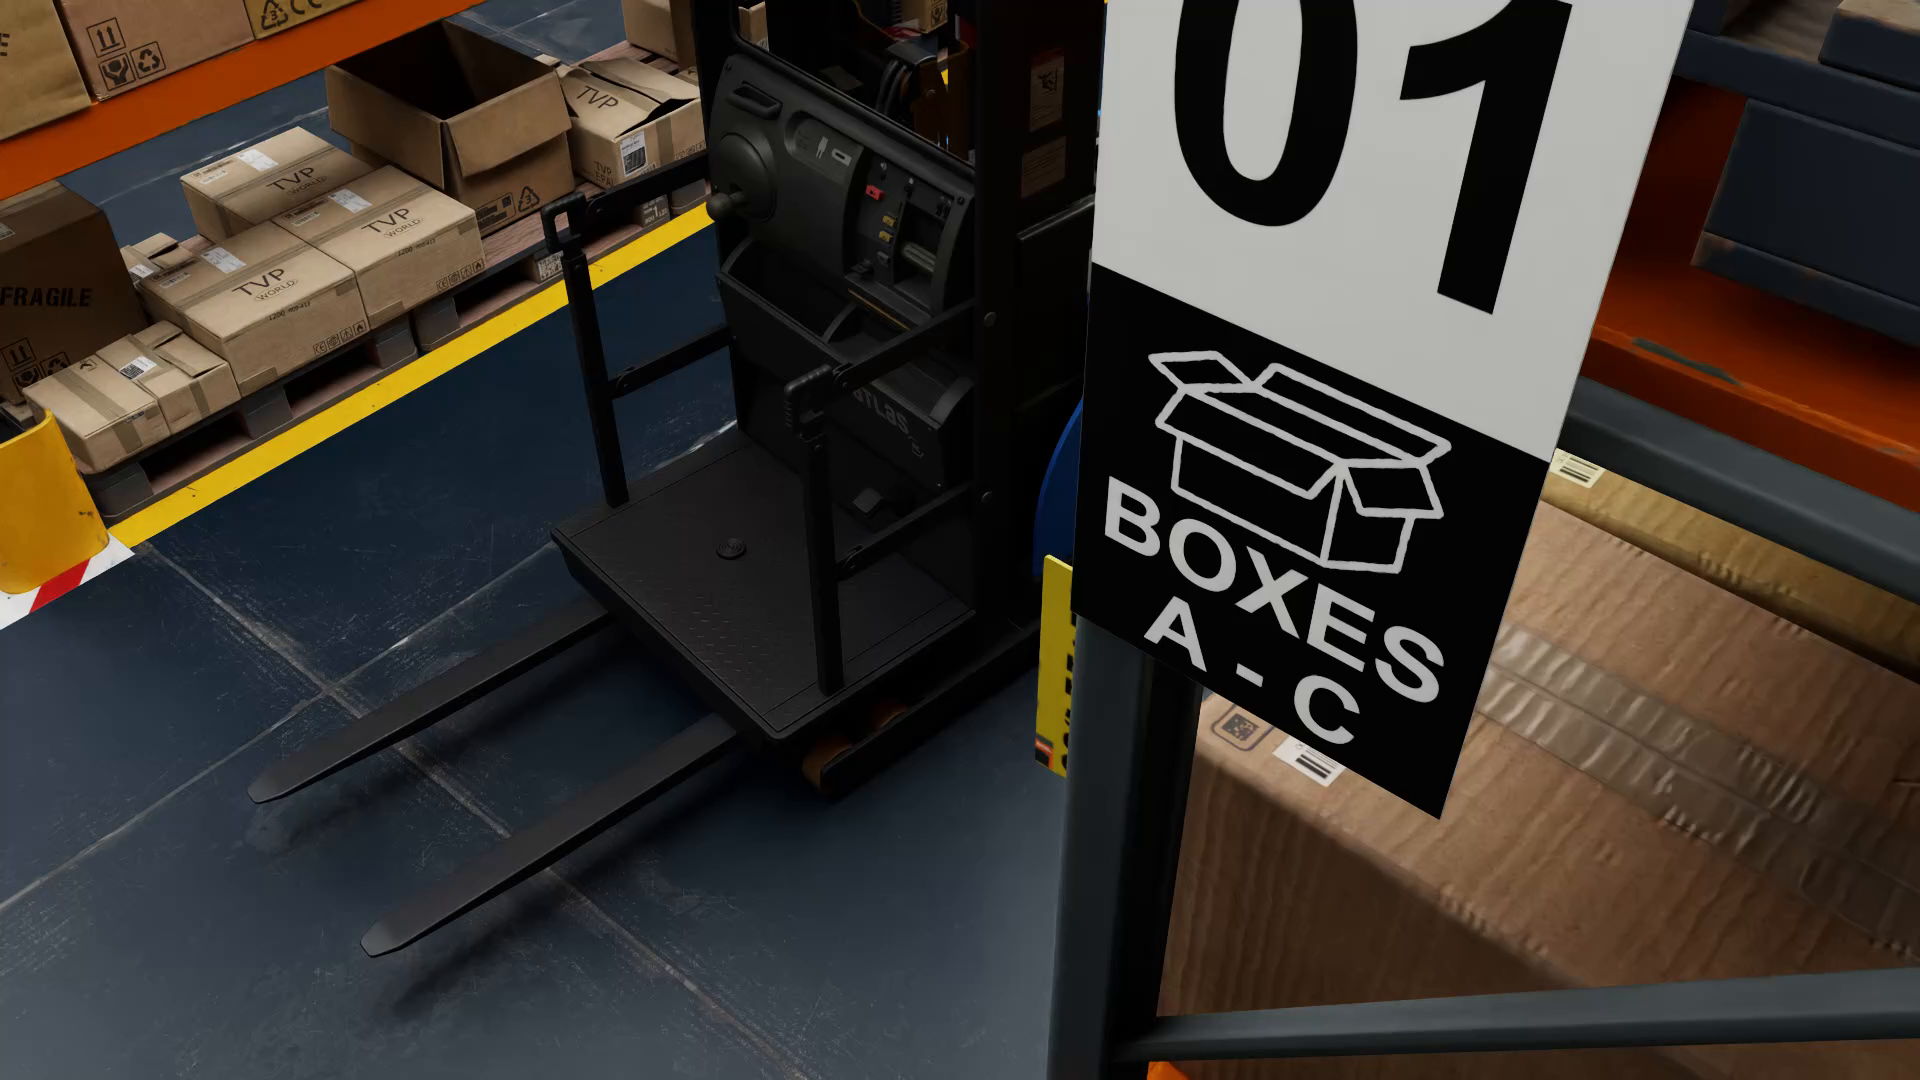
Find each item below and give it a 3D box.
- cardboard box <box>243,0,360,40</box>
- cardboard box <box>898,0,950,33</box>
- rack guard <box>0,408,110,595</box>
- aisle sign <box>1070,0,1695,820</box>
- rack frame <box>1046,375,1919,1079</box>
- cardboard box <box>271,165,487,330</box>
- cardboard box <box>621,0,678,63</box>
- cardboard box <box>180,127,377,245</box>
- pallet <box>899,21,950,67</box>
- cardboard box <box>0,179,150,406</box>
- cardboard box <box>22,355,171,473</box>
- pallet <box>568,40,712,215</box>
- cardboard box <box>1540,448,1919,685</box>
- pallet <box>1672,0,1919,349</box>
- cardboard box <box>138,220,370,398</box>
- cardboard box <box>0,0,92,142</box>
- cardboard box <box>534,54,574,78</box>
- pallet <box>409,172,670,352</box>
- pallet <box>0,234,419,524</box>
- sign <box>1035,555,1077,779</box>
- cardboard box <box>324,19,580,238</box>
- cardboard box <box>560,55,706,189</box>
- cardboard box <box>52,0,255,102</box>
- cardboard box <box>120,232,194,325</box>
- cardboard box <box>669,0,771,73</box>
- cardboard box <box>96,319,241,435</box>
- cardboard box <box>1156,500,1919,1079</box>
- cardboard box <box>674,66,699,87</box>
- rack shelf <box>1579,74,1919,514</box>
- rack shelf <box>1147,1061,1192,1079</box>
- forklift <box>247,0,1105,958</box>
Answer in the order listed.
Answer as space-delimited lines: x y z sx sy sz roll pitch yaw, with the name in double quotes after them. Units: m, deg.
-2.120 -1.904 5.040 0.500 0.500 0.500 29 50 28 "cardboard box"
-0.189 -2.669 7.487 0.500 0.500 0.500 27 49 27 "cardboard box"
-3.212 -0.342 5.254 1.175 0.500 0.348 29 50 28 "rack guard"
0.257 -0.140 1.241 0.394 0.787 0.004 29 50 28 "aisle sign"
0.533 0.915 2.014 1.000 3.000 0.127 29 50 28 "rack frame"
-2.050 -1.045 5.887 0.500 0.250 0.500 29 50 28 "cardboard box"
-1.122 -2.333 7.258 0.500 0.311 0.500 29 50 28 "cardboard box"
-2.465 -1.236 6.096 0.500 0.250 0.500 29 50 28 "cardboard box"
-0.192 -2.691 8.053 1.003 0.211 1.213 29 50 28 "pallet"
-3.099 -0.852 5.489 0.500 0.500 0.500 29 50 28 "cardboard box"
-2.728 -0.403 5.255 0.380 0.149 0.250 29 50 28 "cardboard box"
-1.129 -1.902 7.185 1.003 0.211 1.213 29 50 28 "pallet"
1.314 0.158 2.624 0.980 0.700 0.700 29 50 28 "cardboard box"
1.003 -0.548 1.460 1.003 0.211 1.213 29 50 28 "pallet"
-2.372 -0.788 5.604 0.500 0.250 0.500 29 50 28 "cardboard box"
-2.773 -1.379 4.463 0.500 0.500 0.500 31 50 29 "cardboard box"
-1.671 -1.830 6.812 0.380 0.166 0.250 29 50 28 "cardboard box"
-1.914 -1.271 6.491 1.003 0.211 1.213 29 50 28 "pallet"
-2.699 -0.646 5.804 1.003 0.211 1.213 29 50 28 "pallet"
0.127 0.157 1.811 0.100 0.325 0.005 29 50 28 "sign"
-1.891 -1.557 6.261 0.797 0.503 0.637 29 50 28 "cardboard box"
-1.319 -1.653 6.510 0.500 0.311 0.500 29 50 28 "cardboard box"
-2.445 -1.647 4.757 0.500 0.500 0.500 29 50 28 "cardboard box"
-2.770 -0.898 5.787 0.380 0.166 0.250 29 50 28 "cardboard box"
-0.836 -2.109 6.871 0.500 0.500 0.500 29 50 28 "cardboard box"
-2.567 -0.538 5.391 0.380 0.166 0.250 29 50 28 "cardboard box"
0.854 0.537 2.207 0.980 0.700 0.700 32 51 30 "cardboard box"
-1.031 -1.760 6.748 0.380 0.149 0.250 29 50 28 "cardboard box"
1.820 -0.958 2.379 1.077 0.370 4.000 29 50 28 "rack shelf"
1.820 0.151 3.389 1.077 0.370 4.000 29 50 28 "rack shelf"
-0.467 -0.801 3.952 3.031 2.935 1.130 -31 51 -30 "forklift"
